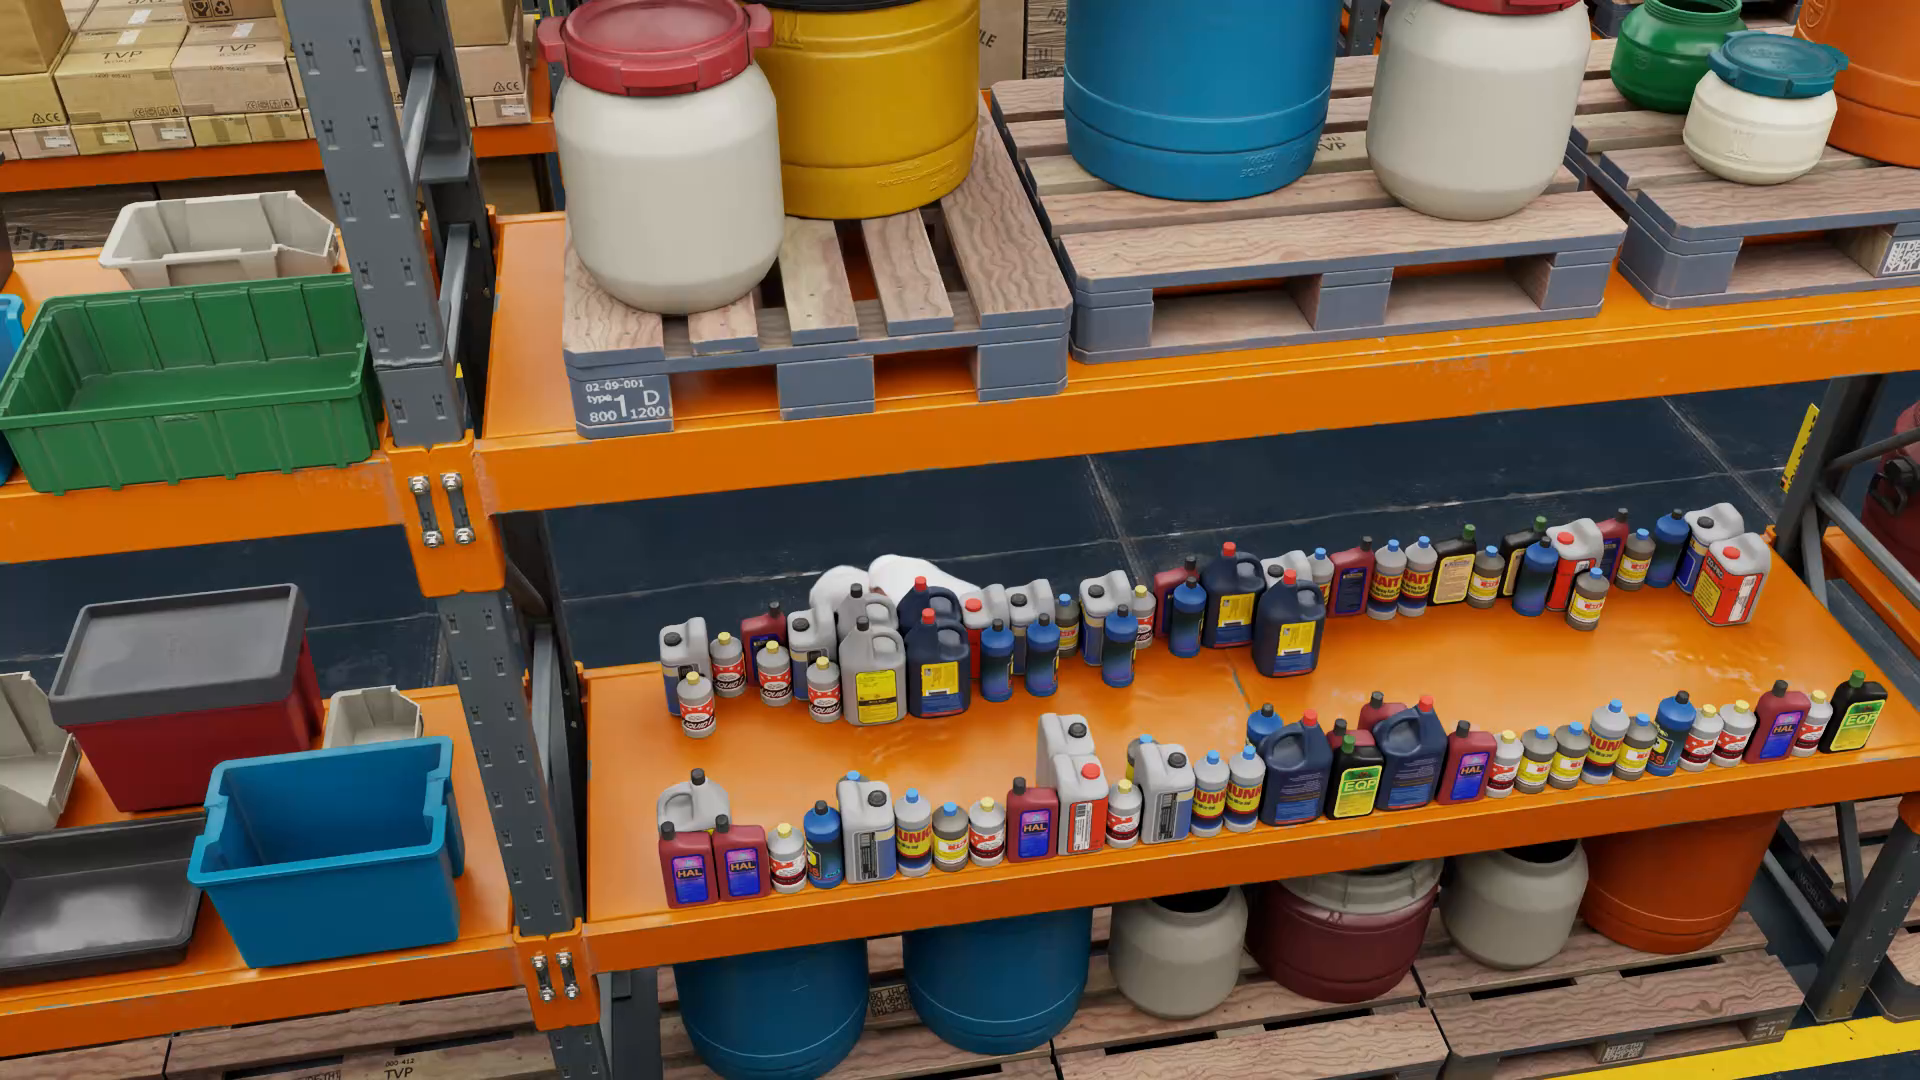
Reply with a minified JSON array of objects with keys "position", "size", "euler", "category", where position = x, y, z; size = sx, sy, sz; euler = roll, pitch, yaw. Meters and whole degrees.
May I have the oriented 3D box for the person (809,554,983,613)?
[{"position":[-0.176,0.447,6.190],"size":[0.912,1.006,0.550],"euler":[-9,39,-11],"category":"person"}]
